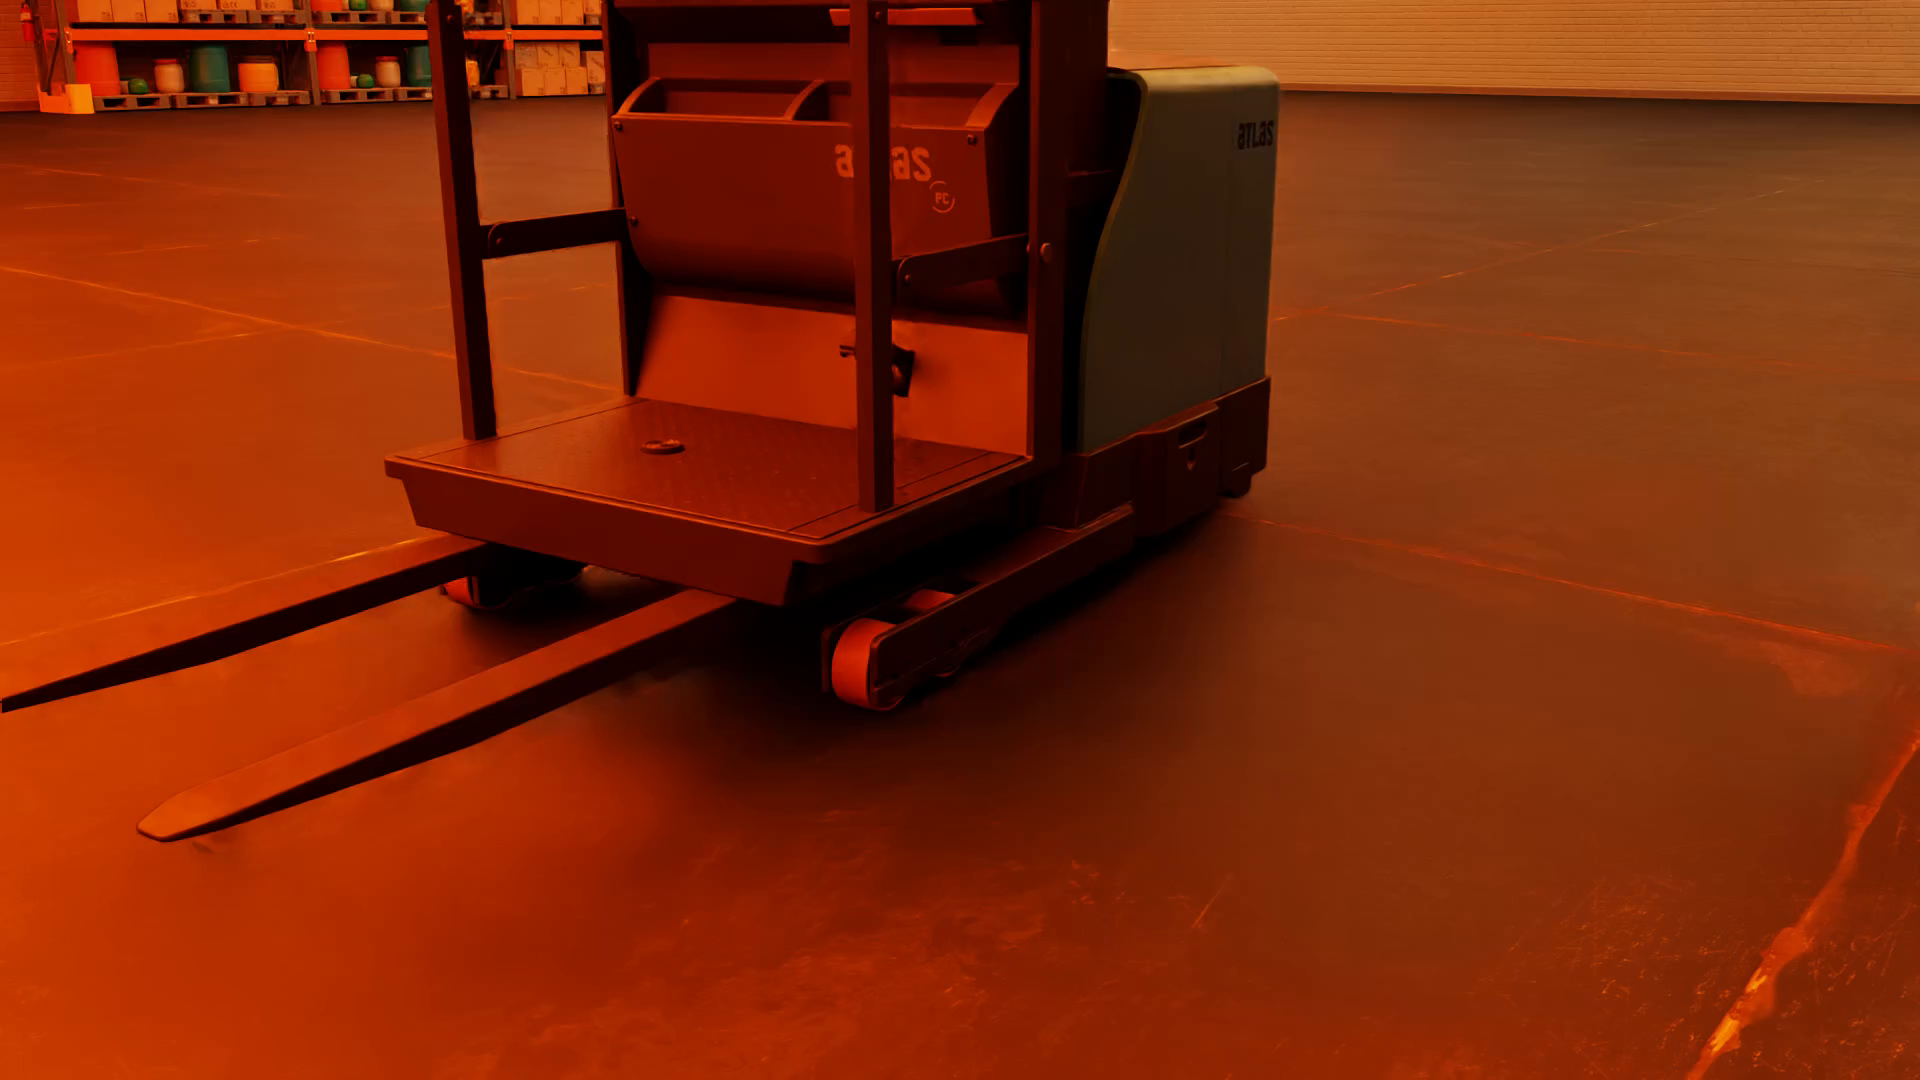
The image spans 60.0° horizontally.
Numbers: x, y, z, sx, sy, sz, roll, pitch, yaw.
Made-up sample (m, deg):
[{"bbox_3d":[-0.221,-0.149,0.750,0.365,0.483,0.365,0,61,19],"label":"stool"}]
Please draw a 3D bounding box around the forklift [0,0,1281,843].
[{"bbox_3d":[-0.419,-1.253,3.023,1.130,2.935,3.031,11,20,31],"label":"forklift"}]
